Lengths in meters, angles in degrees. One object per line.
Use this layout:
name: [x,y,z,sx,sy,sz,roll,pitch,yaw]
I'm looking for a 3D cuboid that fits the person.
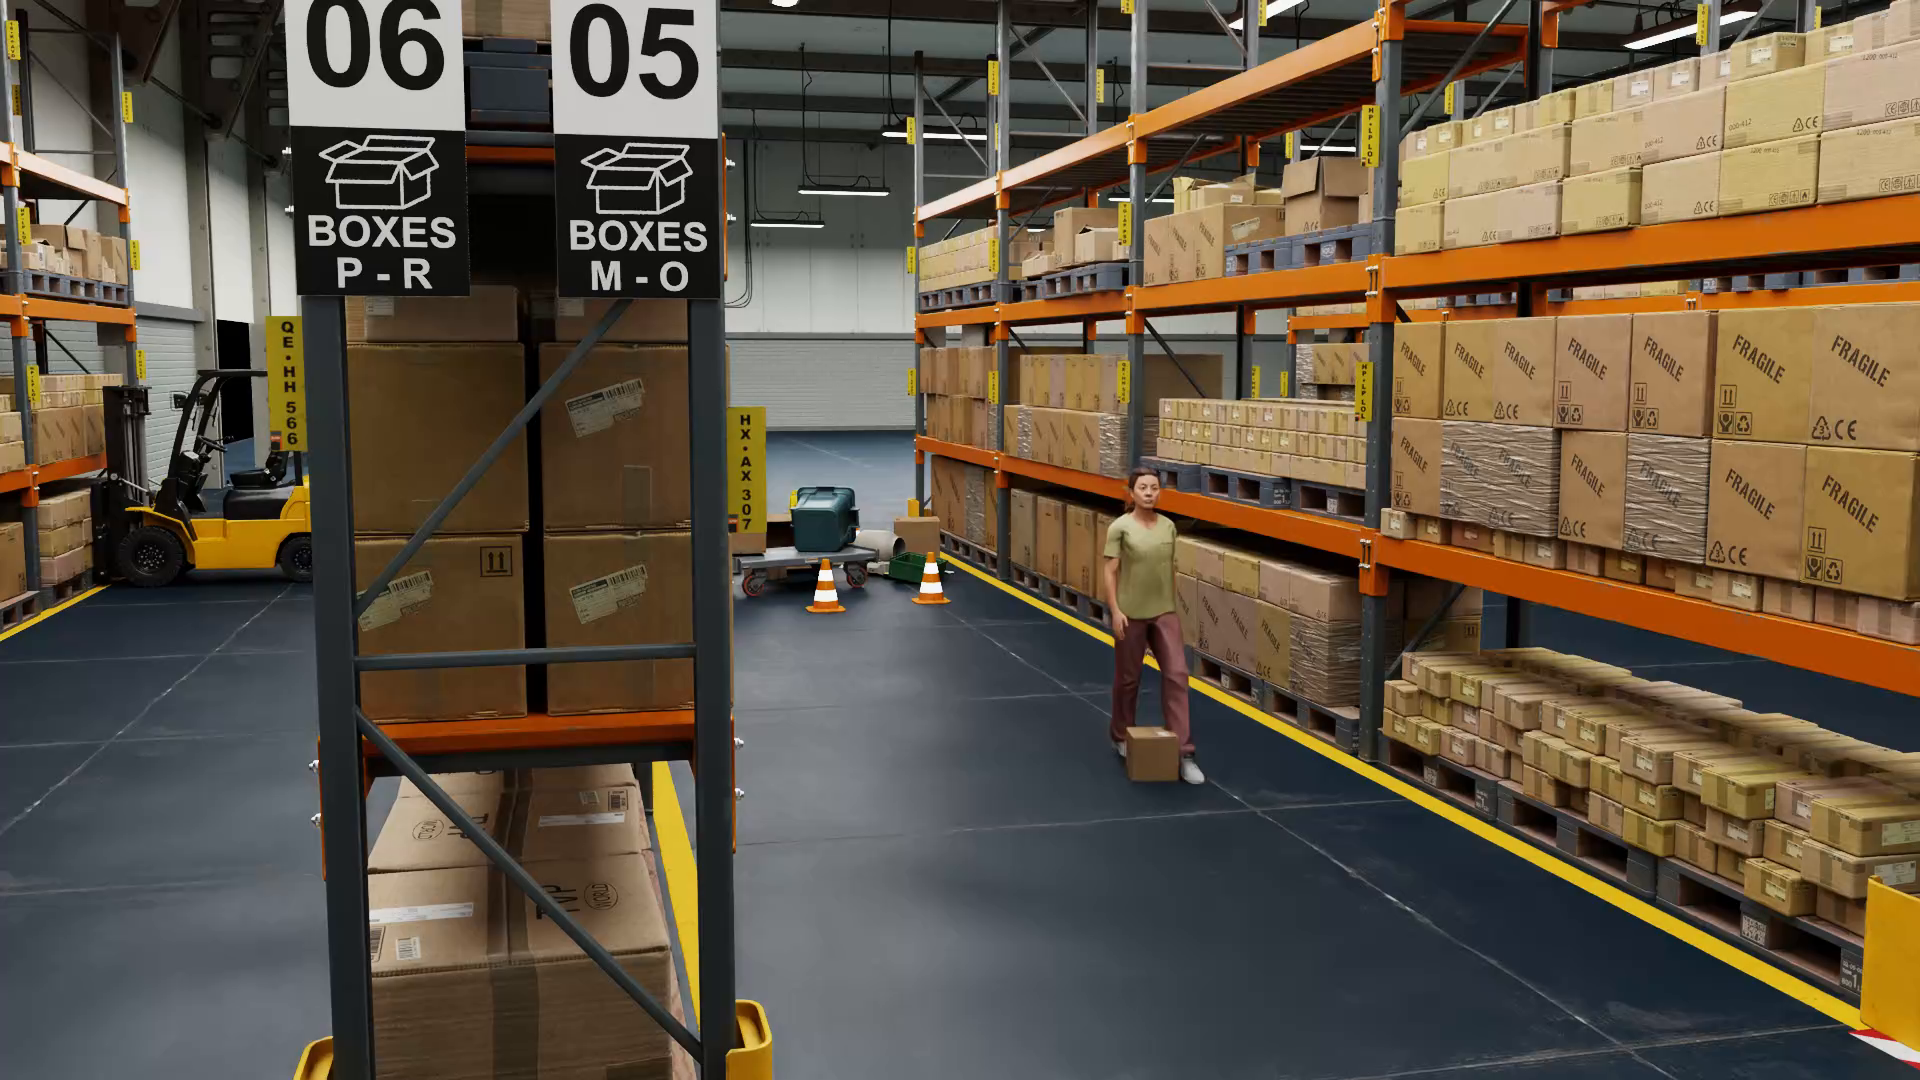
person: [1.041,0.437,9.114,0.478,1.670,0.819,-1,6,-14]
